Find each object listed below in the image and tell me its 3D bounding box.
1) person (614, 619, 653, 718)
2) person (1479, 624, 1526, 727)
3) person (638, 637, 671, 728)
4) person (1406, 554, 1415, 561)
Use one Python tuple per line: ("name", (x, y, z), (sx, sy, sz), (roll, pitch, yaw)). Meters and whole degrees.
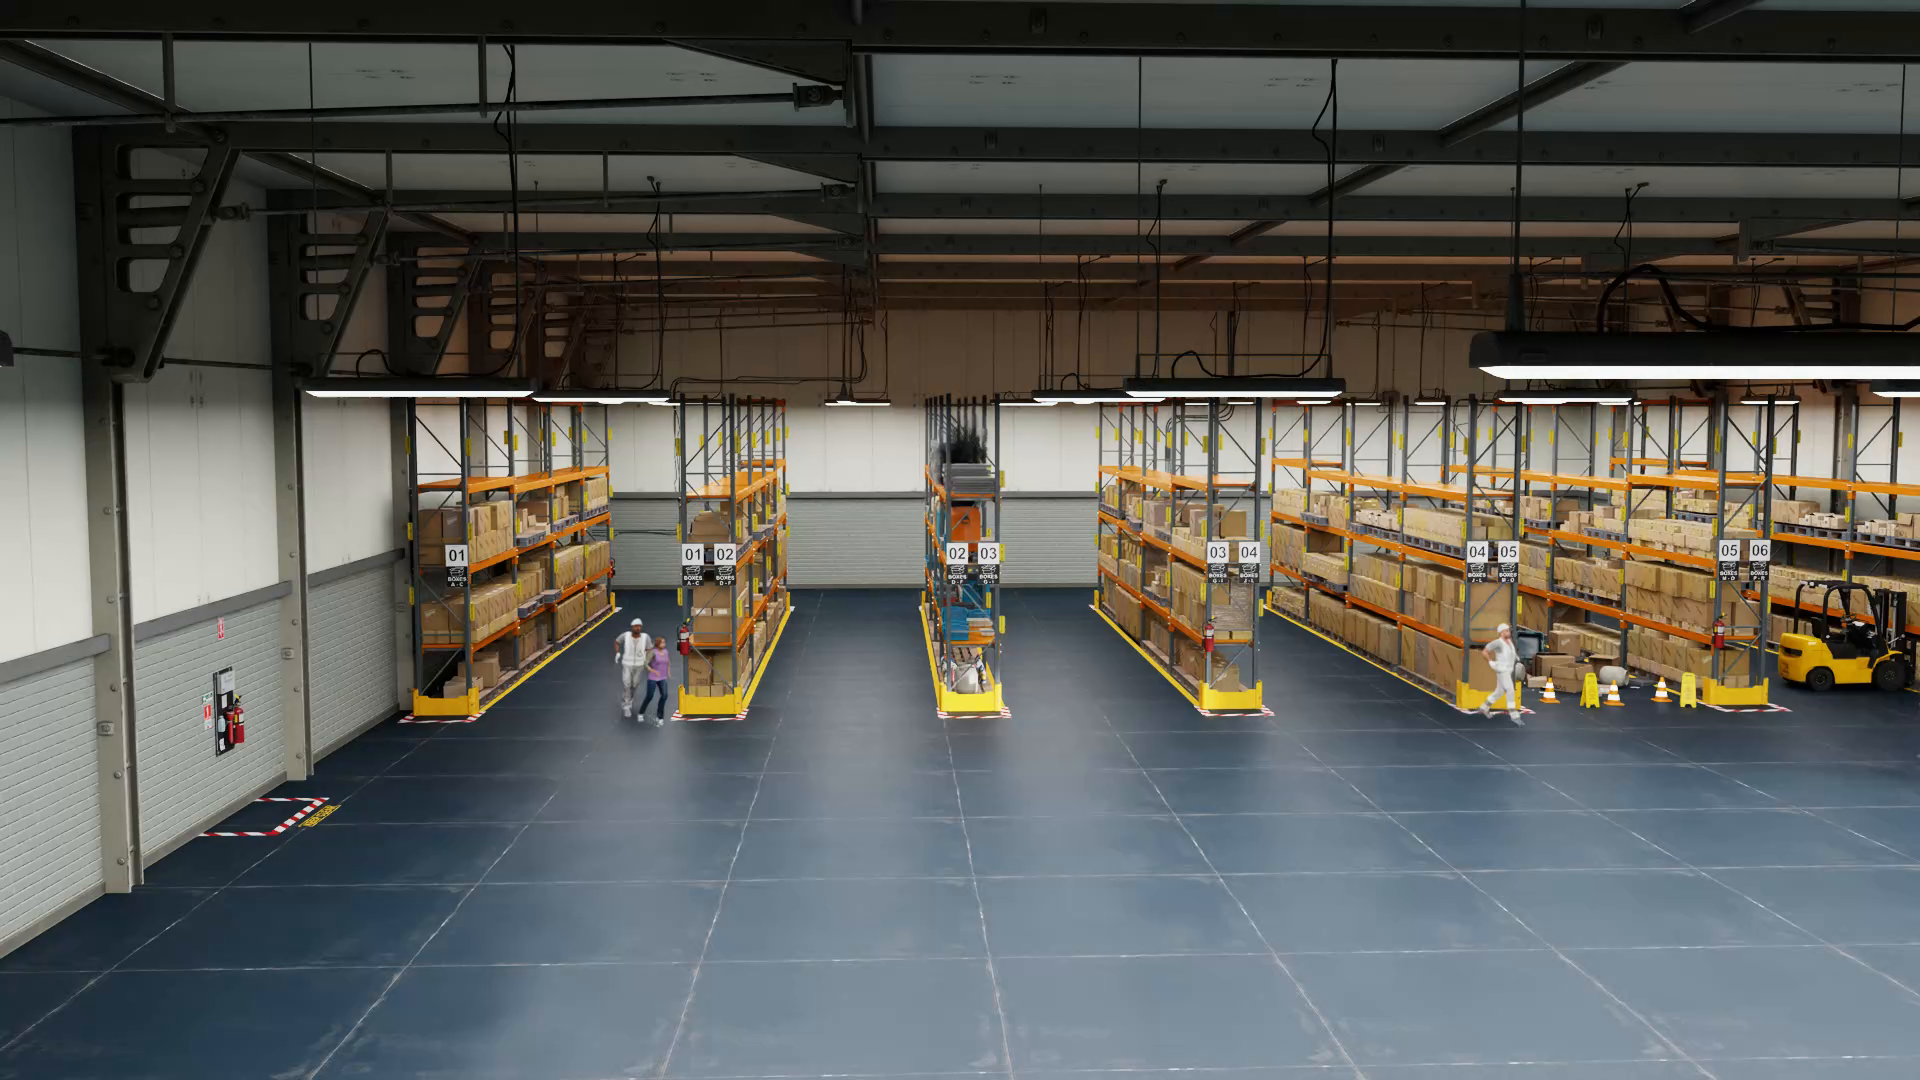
("person", (-6.128, 2.379, 31.281), (0.702, 1.818, 0.907), (-2, 5, -20))
("person", (9.950, 2.434, 30.278), (0.862, 1.818, 0.730), (4, 6, 40))
("person", (-5.480, 2.555, 30.160), (0.609, 1.609, 0.721), (-3, 6, -36))
("person", (13.234, 1.011, 49.390), (0.598, 1.606, 0.665), (1, 5, 7))
